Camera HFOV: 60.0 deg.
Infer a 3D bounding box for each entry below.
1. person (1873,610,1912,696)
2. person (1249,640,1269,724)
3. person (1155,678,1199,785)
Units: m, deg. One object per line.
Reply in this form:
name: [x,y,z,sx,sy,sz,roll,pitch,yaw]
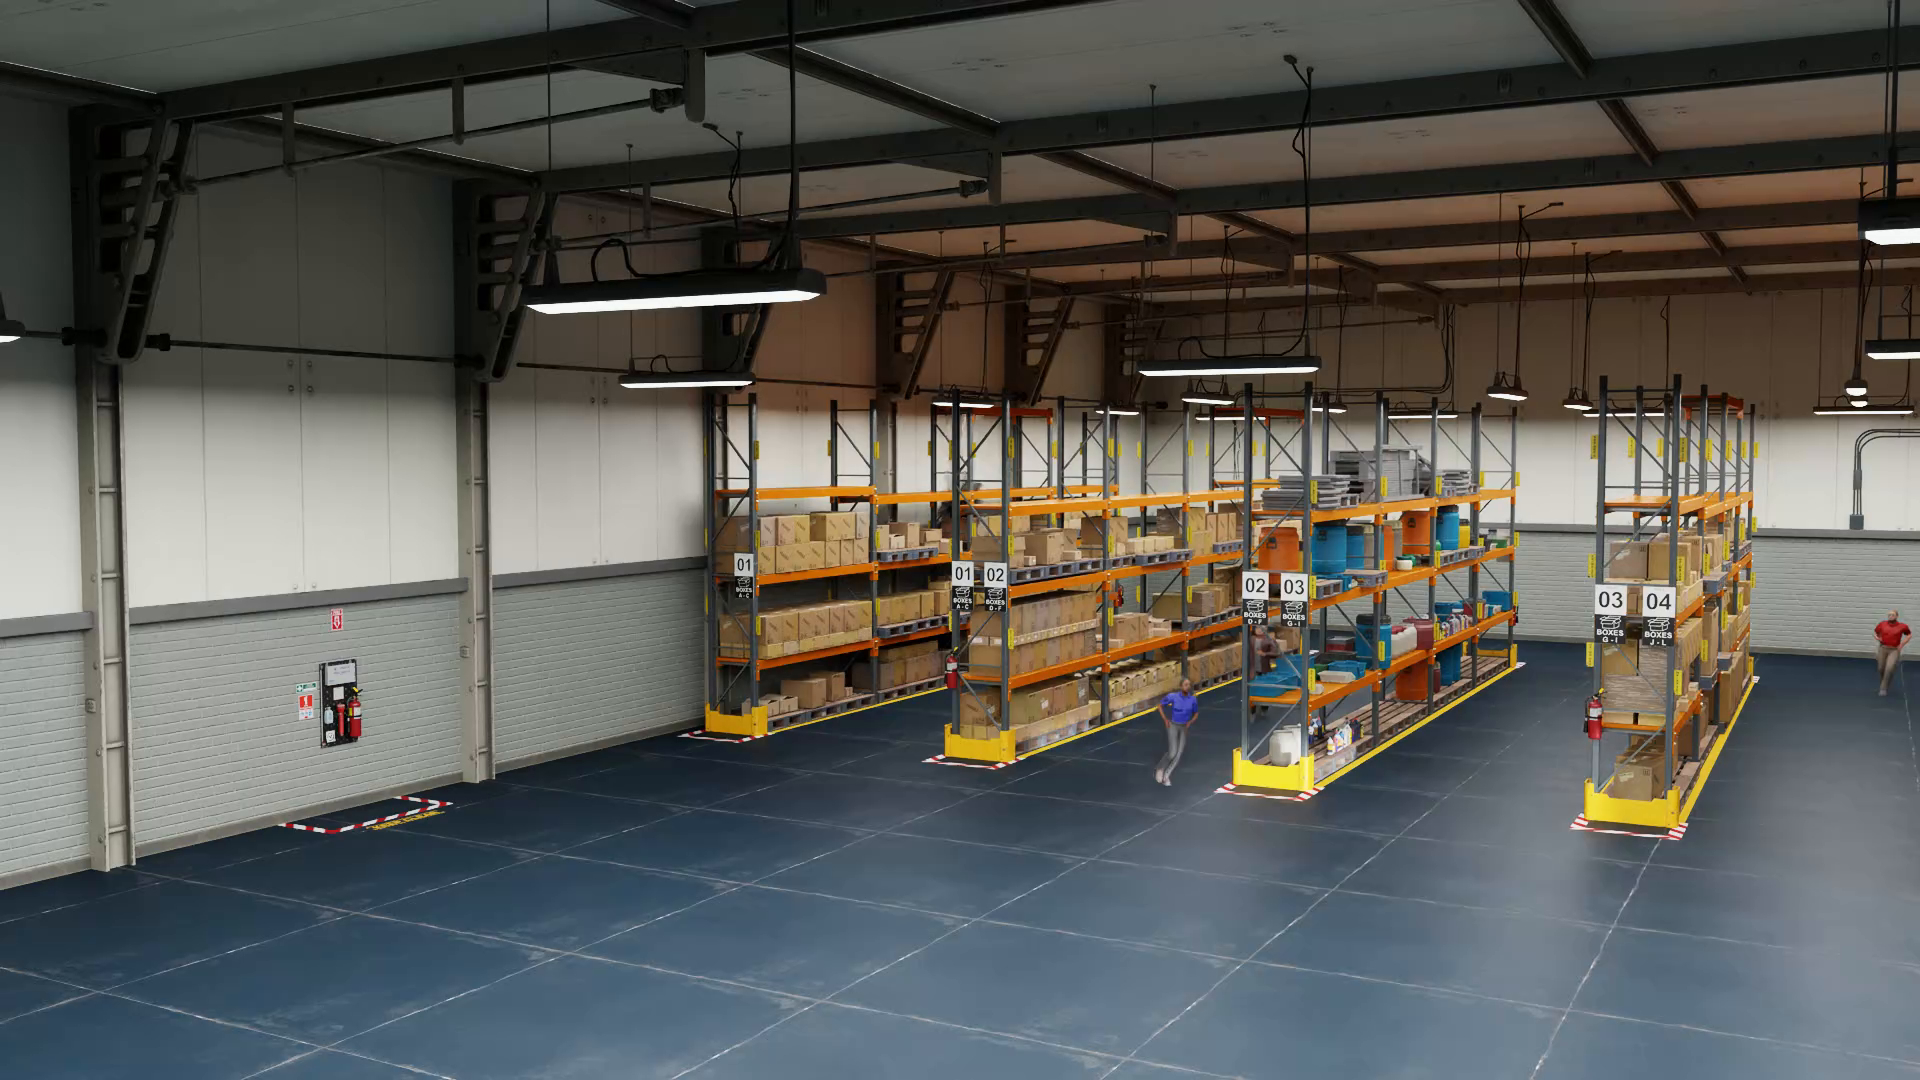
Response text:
person: [19.098,2.308,34.116,0.668,1.749,0.896,3,4,43]
person: [5.548,2.569,30.750,0.610,1.575,0.913,1,3,16]
person: [3.263,2.859,24.840,0.626,1.607,0.536,-1,3,-15]
